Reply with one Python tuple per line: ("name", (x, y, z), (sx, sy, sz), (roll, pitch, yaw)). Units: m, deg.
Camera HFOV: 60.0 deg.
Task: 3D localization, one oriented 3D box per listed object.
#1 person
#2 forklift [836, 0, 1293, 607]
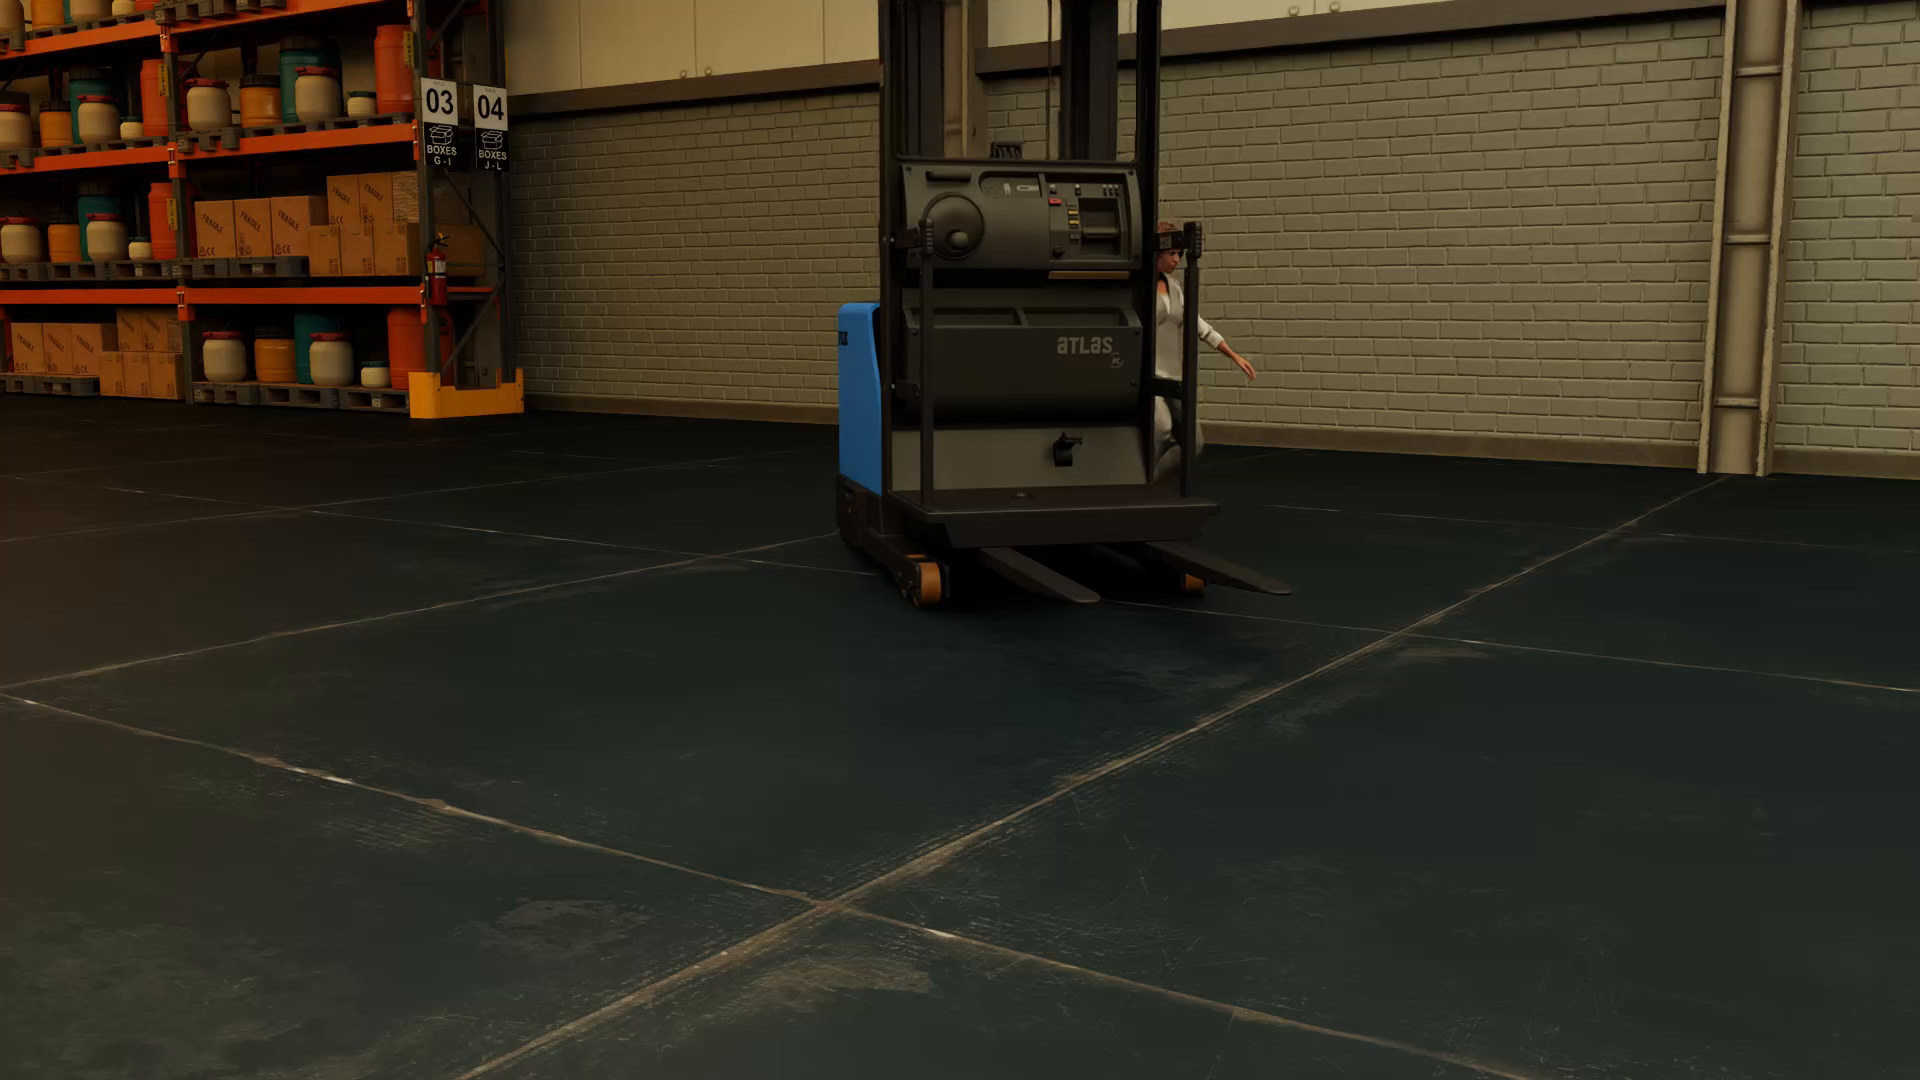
("person", (0.965, -0.758, 7.937), (0.821, 1.480, 0.652), (-7, 11, -40))
("forklift", (0.295, -1.271, 6.128), (1.130, 2.935, 3.031), (-2, 8, -14))
